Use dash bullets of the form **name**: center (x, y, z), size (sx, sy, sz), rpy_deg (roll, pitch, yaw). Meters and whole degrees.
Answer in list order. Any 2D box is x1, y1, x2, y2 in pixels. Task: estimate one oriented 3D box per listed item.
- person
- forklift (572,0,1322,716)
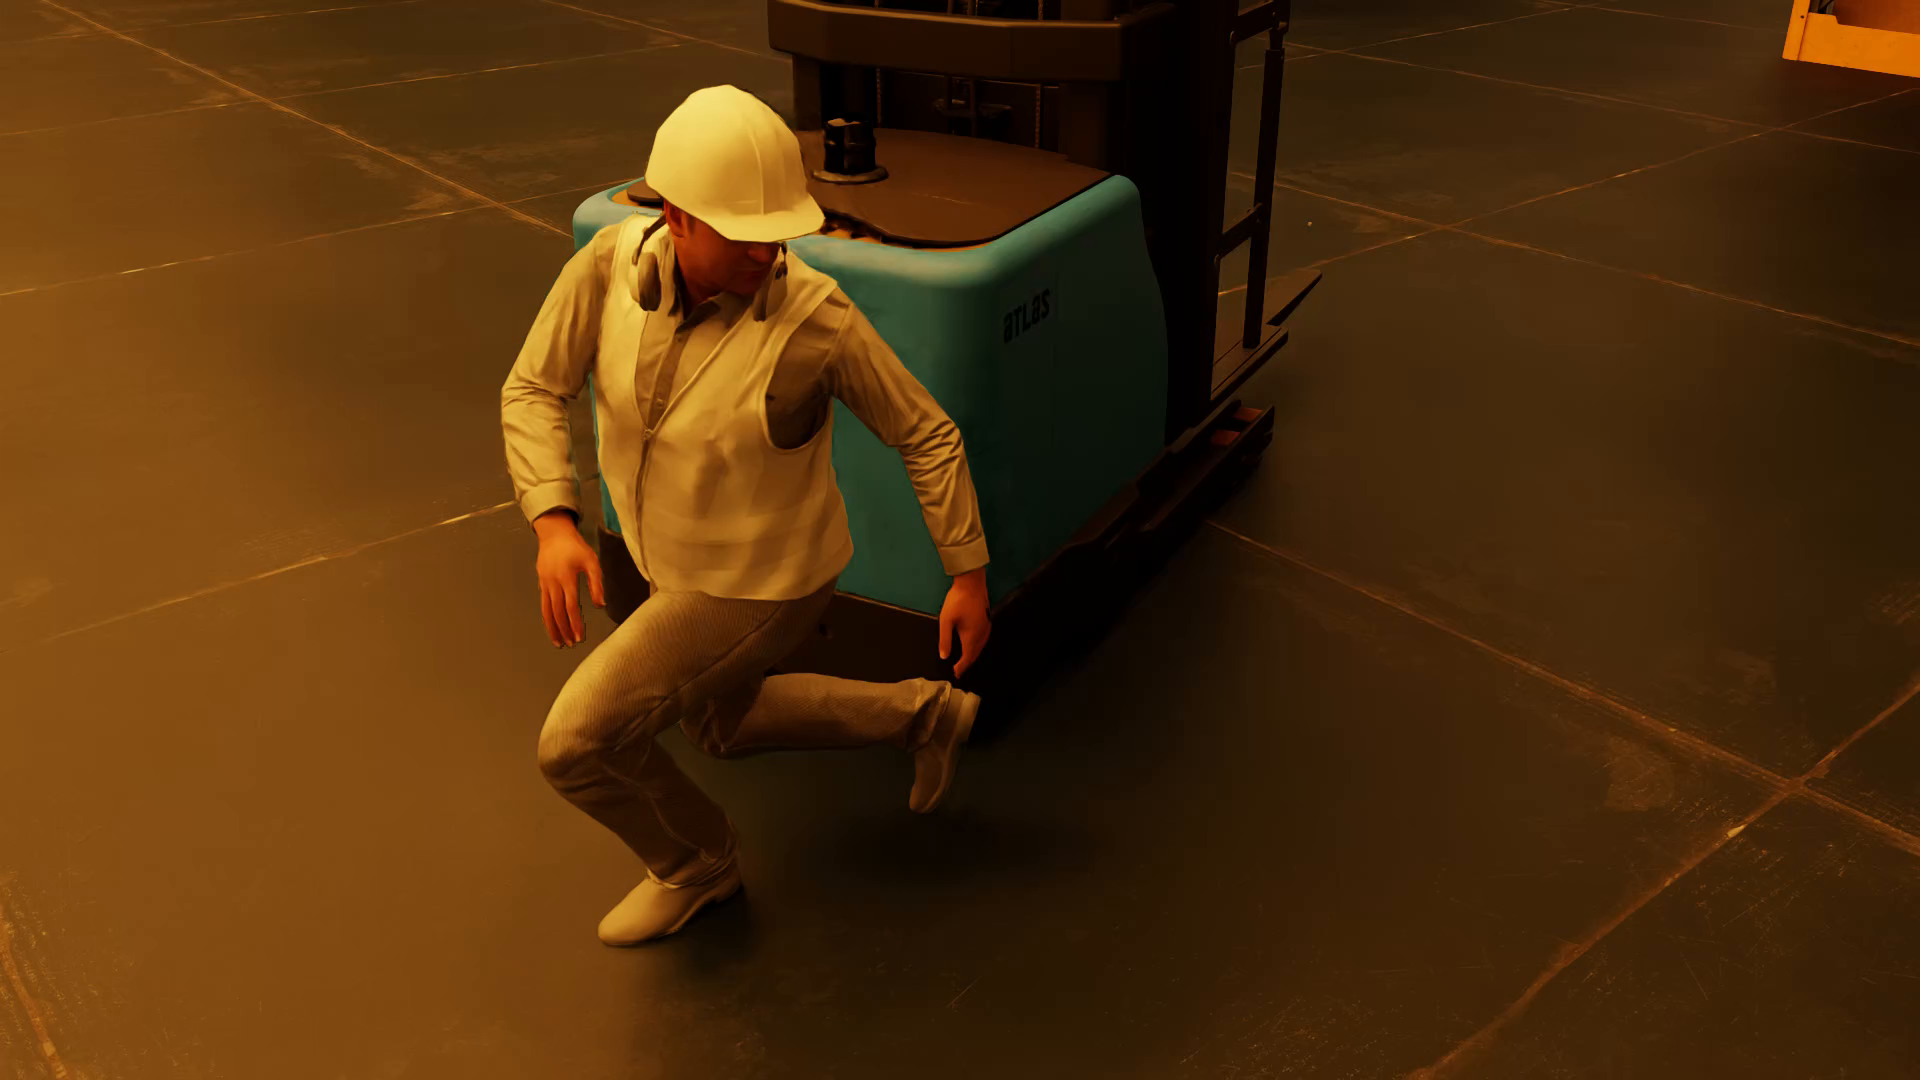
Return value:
- **person**: center (-0.331, -0.009, 2.839), size (0.880, 1.547, 0.632), rpy_deg (-17, 31, -31)
- **forklift**: center (0.285, -1.552, 4.331), size (1.130, 2.935, 3.031), rpy_deg (13, 29, 25)
